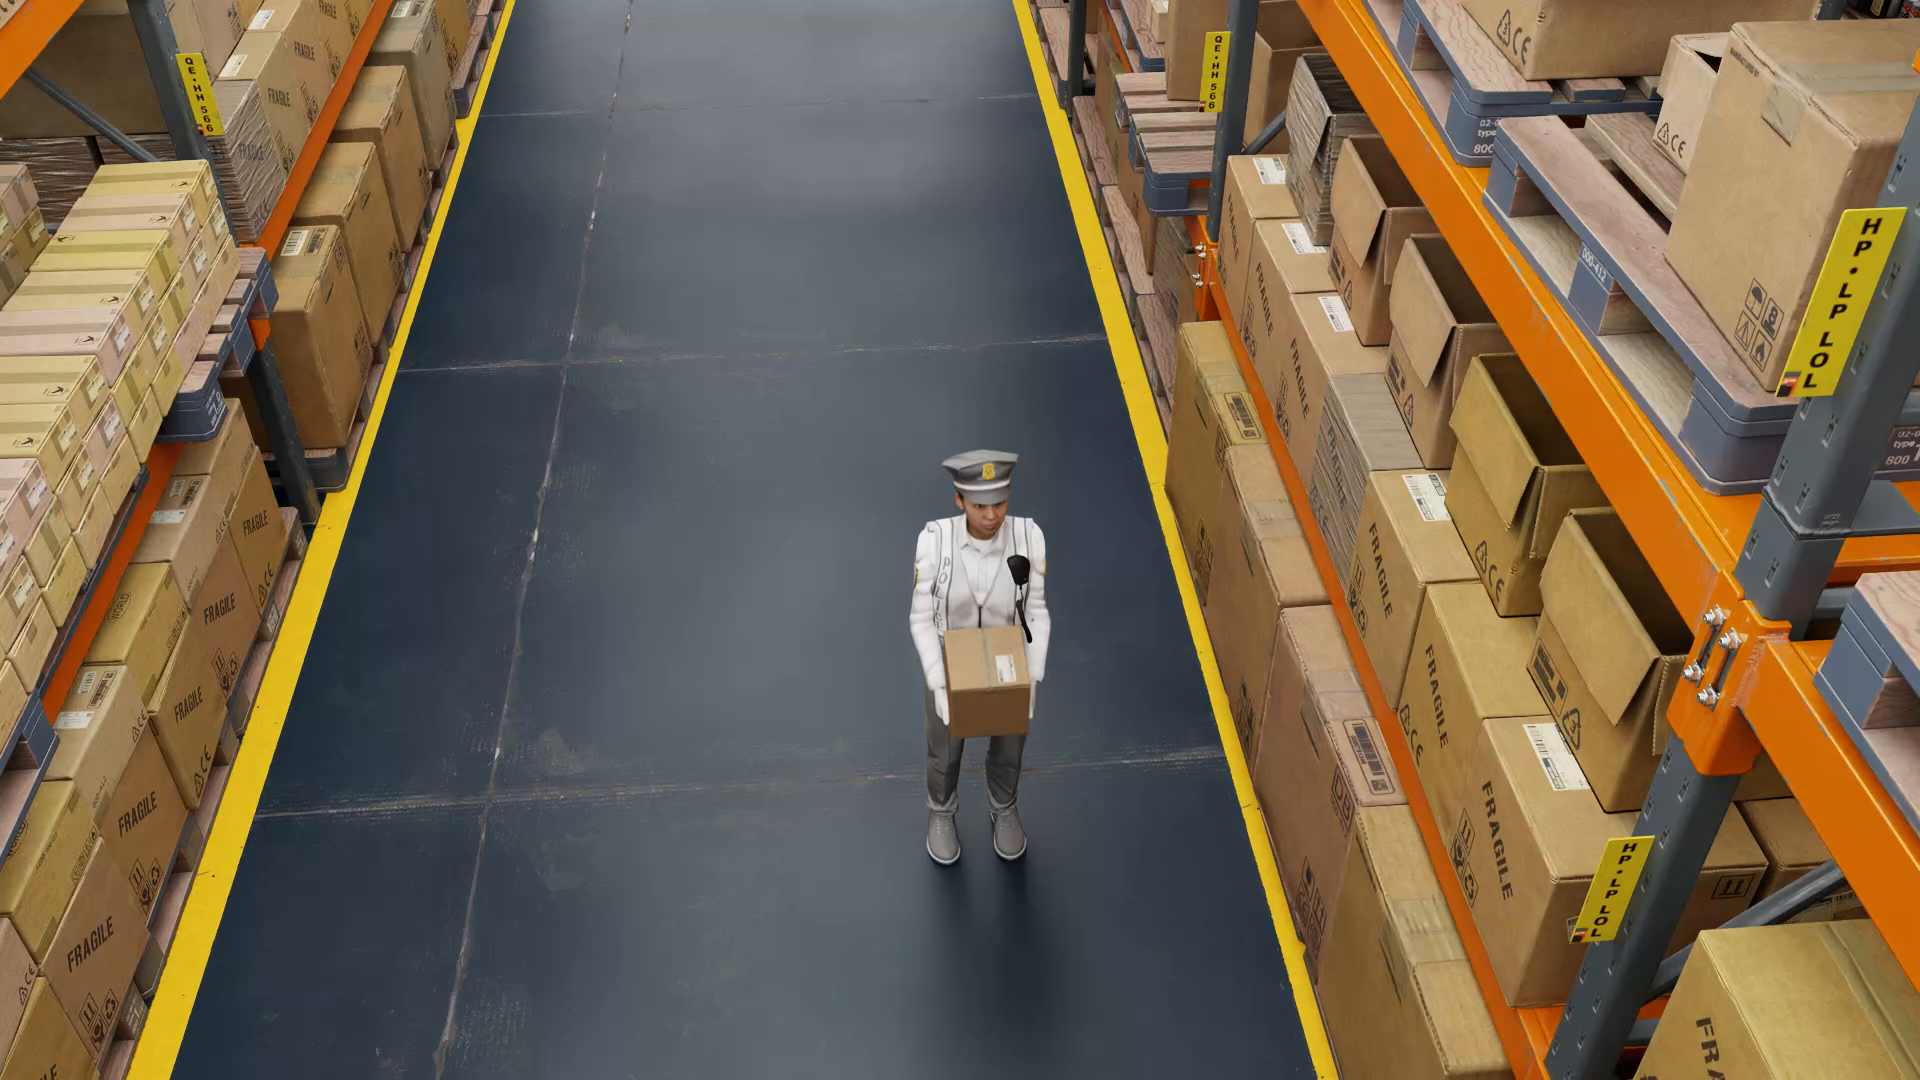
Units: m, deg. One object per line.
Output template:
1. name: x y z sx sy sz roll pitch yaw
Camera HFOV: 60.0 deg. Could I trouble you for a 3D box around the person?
1. person: 0.068 0.456 5.577 0.460 1.686 0.564 -4 39 -5
